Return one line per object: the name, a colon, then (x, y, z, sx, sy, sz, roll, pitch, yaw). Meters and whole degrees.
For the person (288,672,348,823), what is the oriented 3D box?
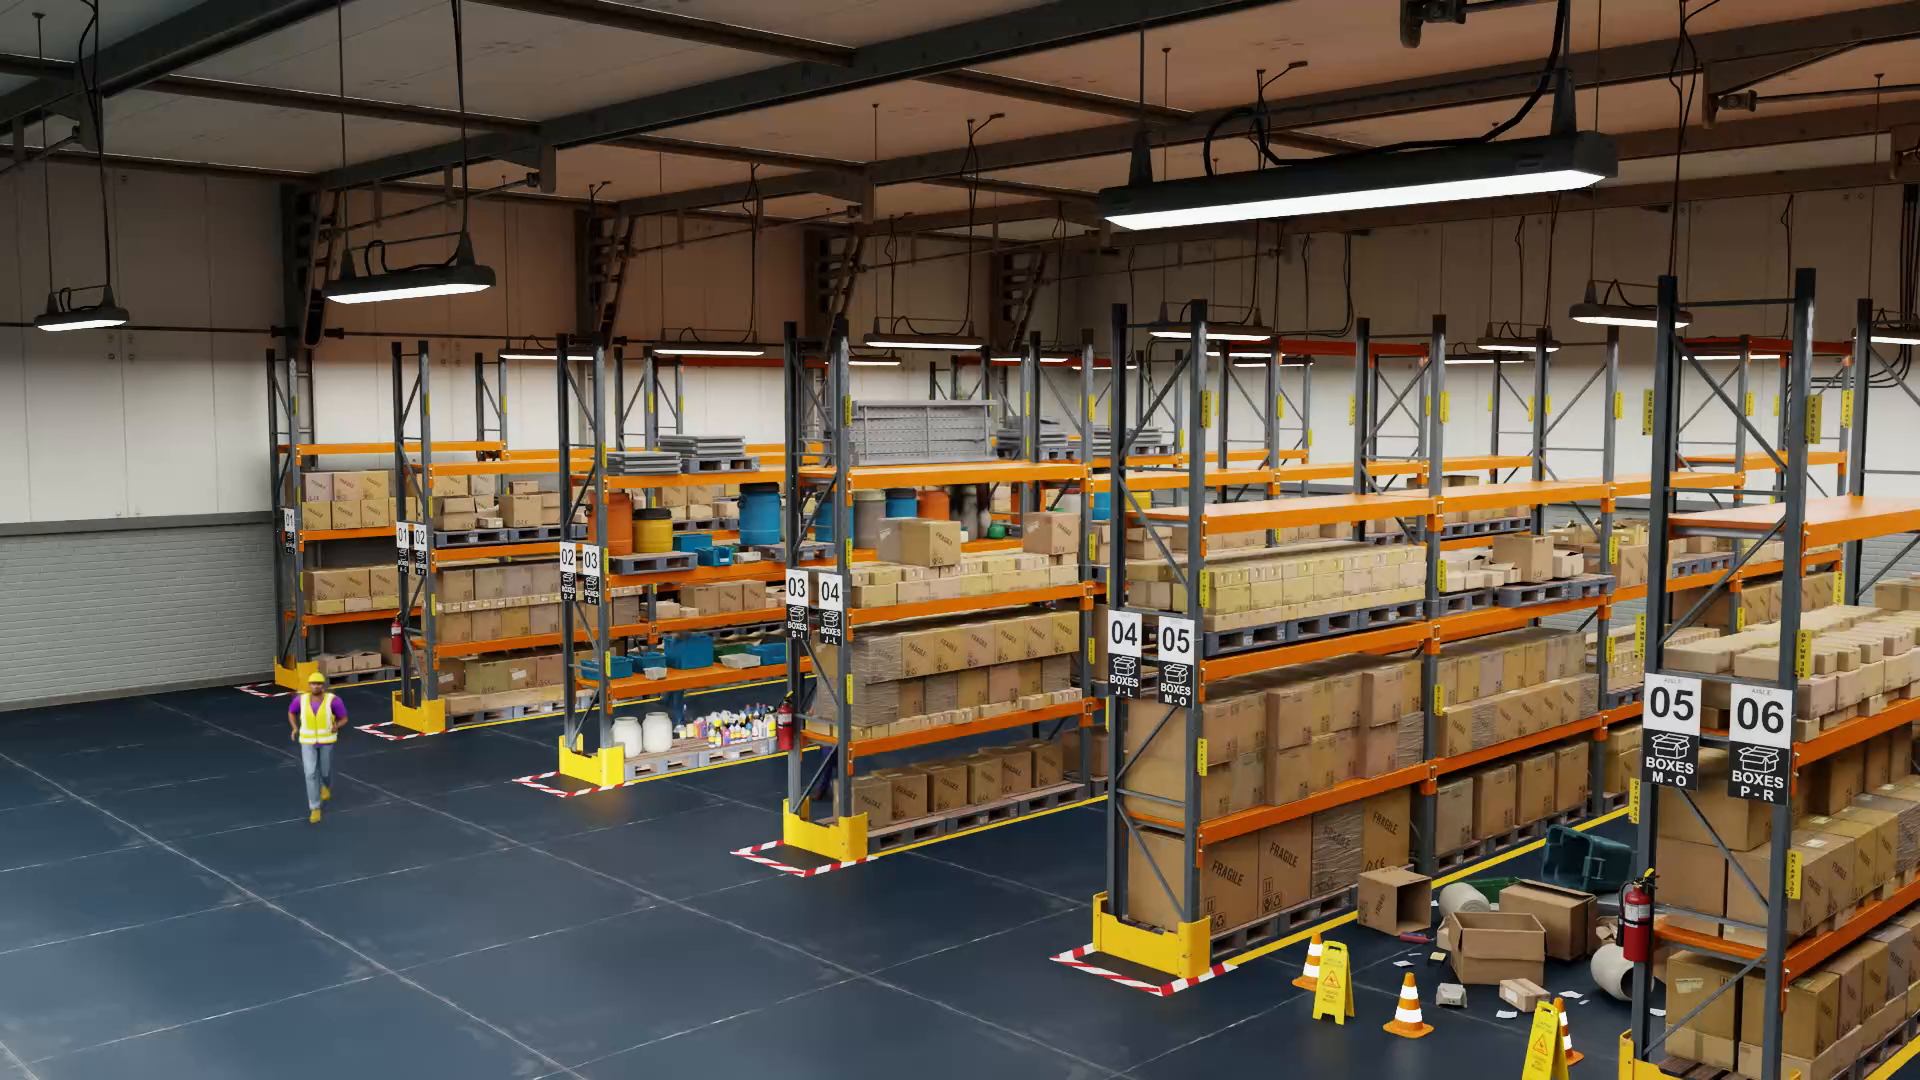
person: (-7.918, 2.507, 20.518, 0.700, 1.774, 0.971, -2, 5, -18)

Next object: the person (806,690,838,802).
person: (-1.675, 2.491, 21.544, 0.612, 1.628, 0.929, 4, 6, 37)

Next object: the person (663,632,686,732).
person: (-4.369, 2.236, 25.600, 0.522, 1.457, 0.577, 3, 6, 29)
